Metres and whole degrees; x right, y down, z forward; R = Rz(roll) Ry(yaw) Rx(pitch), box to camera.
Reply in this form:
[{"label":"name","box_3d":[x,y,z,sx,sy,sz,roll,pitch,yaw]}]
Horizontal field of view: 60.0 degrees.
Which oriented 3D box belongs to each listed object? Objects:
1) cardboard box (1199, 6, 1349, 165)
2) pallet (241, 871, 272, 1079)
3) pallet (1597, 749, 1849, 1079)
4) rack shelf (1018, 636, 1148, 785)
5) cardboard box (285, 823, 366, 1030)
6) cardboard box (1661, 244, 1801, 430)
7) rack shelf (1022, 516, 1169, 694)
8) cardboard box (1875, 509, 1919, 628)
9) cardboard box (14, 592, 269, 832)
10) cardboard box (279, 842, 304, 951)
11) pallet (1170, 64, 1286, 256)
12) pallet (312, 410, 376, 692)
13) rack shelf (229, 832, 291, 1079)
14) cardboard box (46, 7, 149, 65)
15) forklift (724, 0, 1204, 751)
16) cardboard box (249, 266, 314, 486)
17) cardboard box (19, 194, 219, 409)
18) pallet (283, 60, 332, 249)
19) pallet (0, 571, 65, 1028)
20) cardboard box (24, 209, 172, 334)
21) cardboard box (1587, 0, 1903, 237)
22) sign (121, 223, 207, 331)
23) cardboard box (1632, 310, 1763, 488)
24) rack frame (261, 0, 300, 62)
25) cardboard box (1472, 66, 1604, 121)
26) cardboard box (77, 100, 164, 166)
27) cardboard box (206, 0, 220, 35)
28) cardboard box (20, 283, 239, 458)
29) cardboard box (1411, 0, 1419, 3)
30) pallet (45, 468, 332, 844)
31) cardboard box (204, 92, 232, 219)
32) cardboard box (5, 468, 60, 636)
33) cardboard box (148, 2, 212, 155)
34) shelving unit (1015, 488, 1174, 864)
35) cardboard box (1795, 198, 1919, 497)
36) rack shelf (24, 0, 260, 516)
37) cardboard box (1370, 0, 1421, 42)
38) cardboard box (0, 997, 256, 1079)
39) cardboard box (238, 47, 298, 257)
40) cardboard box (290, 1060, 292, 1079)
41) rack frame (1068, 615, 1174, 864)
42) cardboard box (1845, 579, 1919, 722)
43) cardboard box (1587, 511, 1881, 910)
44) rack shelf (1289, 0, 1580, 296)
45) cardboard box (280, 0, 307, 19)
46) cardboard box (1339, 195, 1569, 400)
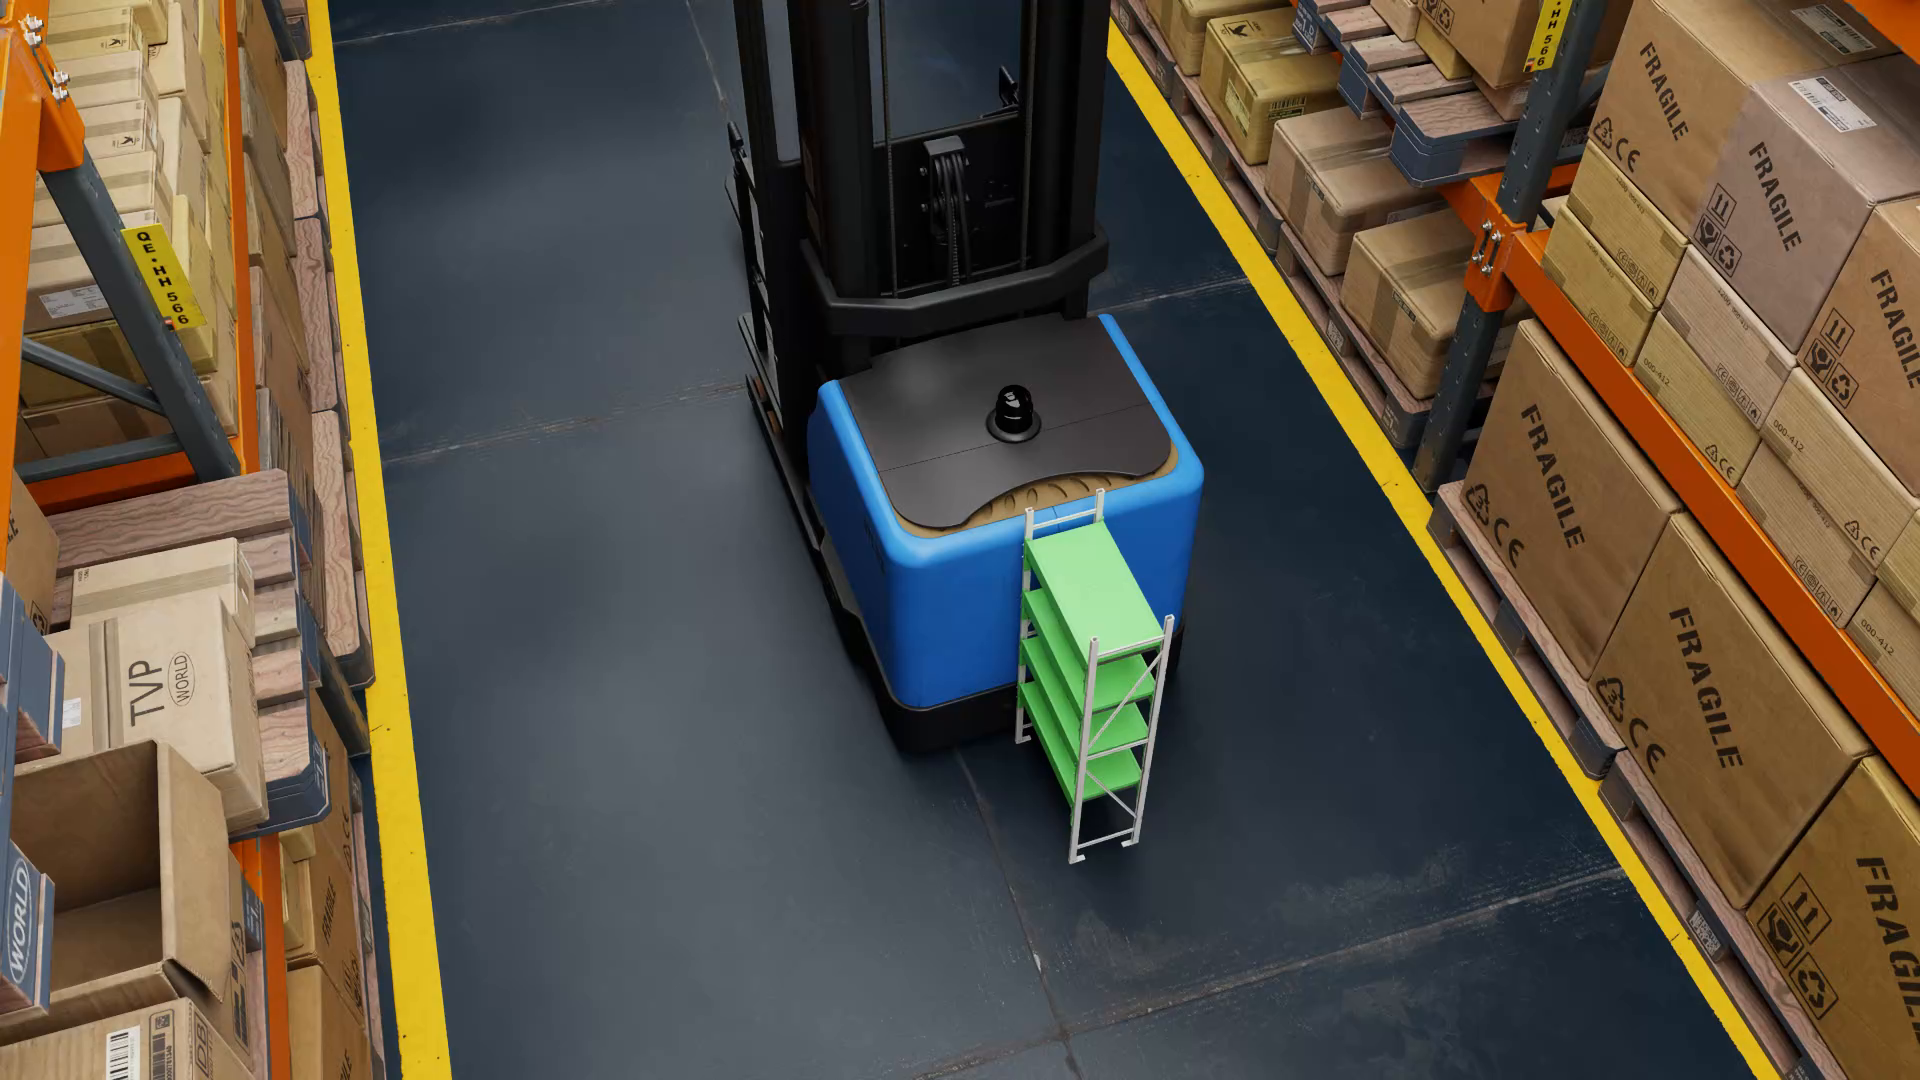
[{"label":"cardboard box","box_3d":[1.646,-2.092,7.496,0.950,0.372,0.625,-12,51,-10]},{"label":"pallet","box_3d":[-1.912,1.310,3.309,1.003,0.211,1.213,-13,51,-11]},{"label":"pallet","box_3d":[2.767,1.085,5.197,1.003,0.211,1.213,-13,51,-11]},{"label":"rack shelf","box_3d":[0.384,0.490,5.136,0.258,0.148,0.480,-15,52,-12]},{"label":"cardboard box","box_3d":[-2.024,1.127,4.698,0.500,0.500,0.500,-14,51,-12]},{"label":"cardboard box","box_3d":[2.314,-0.605,4.570,0.500,0.250,0.500,-12,51,-10]},{"label":"rack shelf","box_3d":[0.384,0.180,4.769,0.258,0.148,0.480,-15,52,-12]},{"label":"cardboard box","box_3d":[2.587,0.135,3.946,0.500,0.250,0.500,-13,51,-10]},{"label":"cardboard box","box_3d":[-1.871,0.439,3.741,0.500,0.250,0.500,-15,52,-13]},{"label":"cardboard box","box_3d":[-1.958,0.988,4.391,0.380,0.149,0.250,-15,51,-12]},{"label":"pallet","box_3d":[1.662,-1.858,7.678,1.003,0.211,1.213,-13,51,-11]},{"label":"pallet","box_3d":[-2.698,0.117,6.013,1.003,0.211,1.213,-13,51,-11]},{"label":"rack shelf","box_3d":[-1.901,1.521,3.476,1.077,0.370,4.000,-13,51,-11]},{"label":"cardboard box","box_3d":[-2.678,-1.453,5.024,0.380,0.149,0.250,-13,51,-11]},{"label":"forklift","box_3d":[-0.208,-1.393,5.508,1.130,2.935,3.031,-15,52,-12]},{"label":"cardboard box","box_3d":[-2.864,-0.475,5.967,0.875,0.625,0.625,-12,51,-10]},{"label":"cardboard box","box_3d":[-2.366,-0.669,4.623,0.500,0.250,0.500,-13,51,-11]},{"label":"pallet","box_3d":[-3.420,-1.665,7.515,1.003,0.211,1.213,-13,51,-11]},{"label":"pallet","box_3d":[-1.745,0.595,1.947,1.213,0.211,1.003,-13,51,-11]},{"label":"cardboard box","box_3d":[-2.305,-0.712,4.399,0.380,0.149,0.250,-12,51,-10]},{"label":"cardboard box","box_3d":[2.161,-1.235,4.610,0.500,0.500,0.500,-15,51,-12]},{"label":"sign","box_3d":[-1.976,-0.648,4.129,0.100,0.325,0.005,-13,51,-11]},{"label":"cardboard box","box_3d":[2.322,-0.463,4.776,0.500,0.250,0.500,-15,51,-12]},{"label":"rack frame","box_3d":[-3.675,-3.093,6.895,1.000,3.000,0.127,-13,51,-11]},{"label":"cardboard box","box_3d":[1.927,-1.537,5.473,0.380,0.149,0.250,-12,51,-10]},{"label":"cardboard box","box_3d":[-2.486,-1.088,4.716,0.380,0.149,0.250,-12,51,-10]},{"label":"cardboard box","box_3d":[-3.004,-2.000,6.072,0.500,0.250,0.500,-13,51,-11]},{"label":"cardboard box","box_3d":[-2.390,-0.502,4.810,0.500,0.250,0.500,-13,51,-11]},{"label":"cardboard box","box_3d":[1.685,-2.204,5.611,0.500,0.500,0.500,-14,51,-12]},{"label":"pallet","box_3d":[-2.224,0.370,4.102,1.213,0.211,1.003,-13,51,-11]},{"label":"cardboard box","box_3d":[-2.693,-1.245,5.436,0.500,0.250,0.500,-15,51,-12]},{"label":"cardboard box","box_3d":[-2.489,0.072,3.887,0.500,0.500,0.500,-11,51,-9]},{"label":"cardboard box","box_3d":[-2.674,-1.416,5.253,0.500,0.250,0.500,-14,51,-12]},{"label":"shelving unit","box_3d":[0.384,0.449,5.087,0.258,1.200,0.503,-15,52,-12]},{"label":"cardboard box","box_3d":[2.455,-0.494,3.985,0.500,0.500,0.500,-12,51,-10]},{"label":"rack shelf","box_3d":[-3.083,-1.400,5.939,1.077,0.370,4.000,-13,51,-11]},{"label":"cardboard box","box_3d":[1.661,-1.890,5.771,0.380,0.149,0.250,-14,51,-11]},{"label":"cardboard box","box_3d":[-1.624,1.227,2.913,0.700,0.500,0.500,-14,51,-11]},{"label":"cardboard box","box_3d":[-3.288,-1.516,6.844,0.875,0.625,0.625,-14,51,-11]},{"label":"cardboard box","box_3d":[-1.849,1.373,4.066,0.380,0.149,0.250,-14,51,-12]},{"label":"rack frame","box_3d":[0.465,0.625,4.939,0.240,1.200,0.015,-15,52,-12]},{"label":"cardboard box","box_3d":[2.621,0.282,4.149,0.500,0.250,0.500,-13,51,-11]},{"label":"cardboard box","box_3d":[2.633,0.429,5.042,0.875,0.875,0.875,-13,51,-11]},{"label":"rack shelf","box_3d":[1.657,-2.525,6.887,1.077,0.370,4.000,-13,51,-11]},{"label":"cardboard box","box_3d":[-3.502,-2.770,8.147,0.500,0.250,0.500,-13,51,-11]},{"label":"cardboard box","box_3d":[2.091,-1.000,6.575,0.950,0.372,0.625,-16,52,-13]}]
